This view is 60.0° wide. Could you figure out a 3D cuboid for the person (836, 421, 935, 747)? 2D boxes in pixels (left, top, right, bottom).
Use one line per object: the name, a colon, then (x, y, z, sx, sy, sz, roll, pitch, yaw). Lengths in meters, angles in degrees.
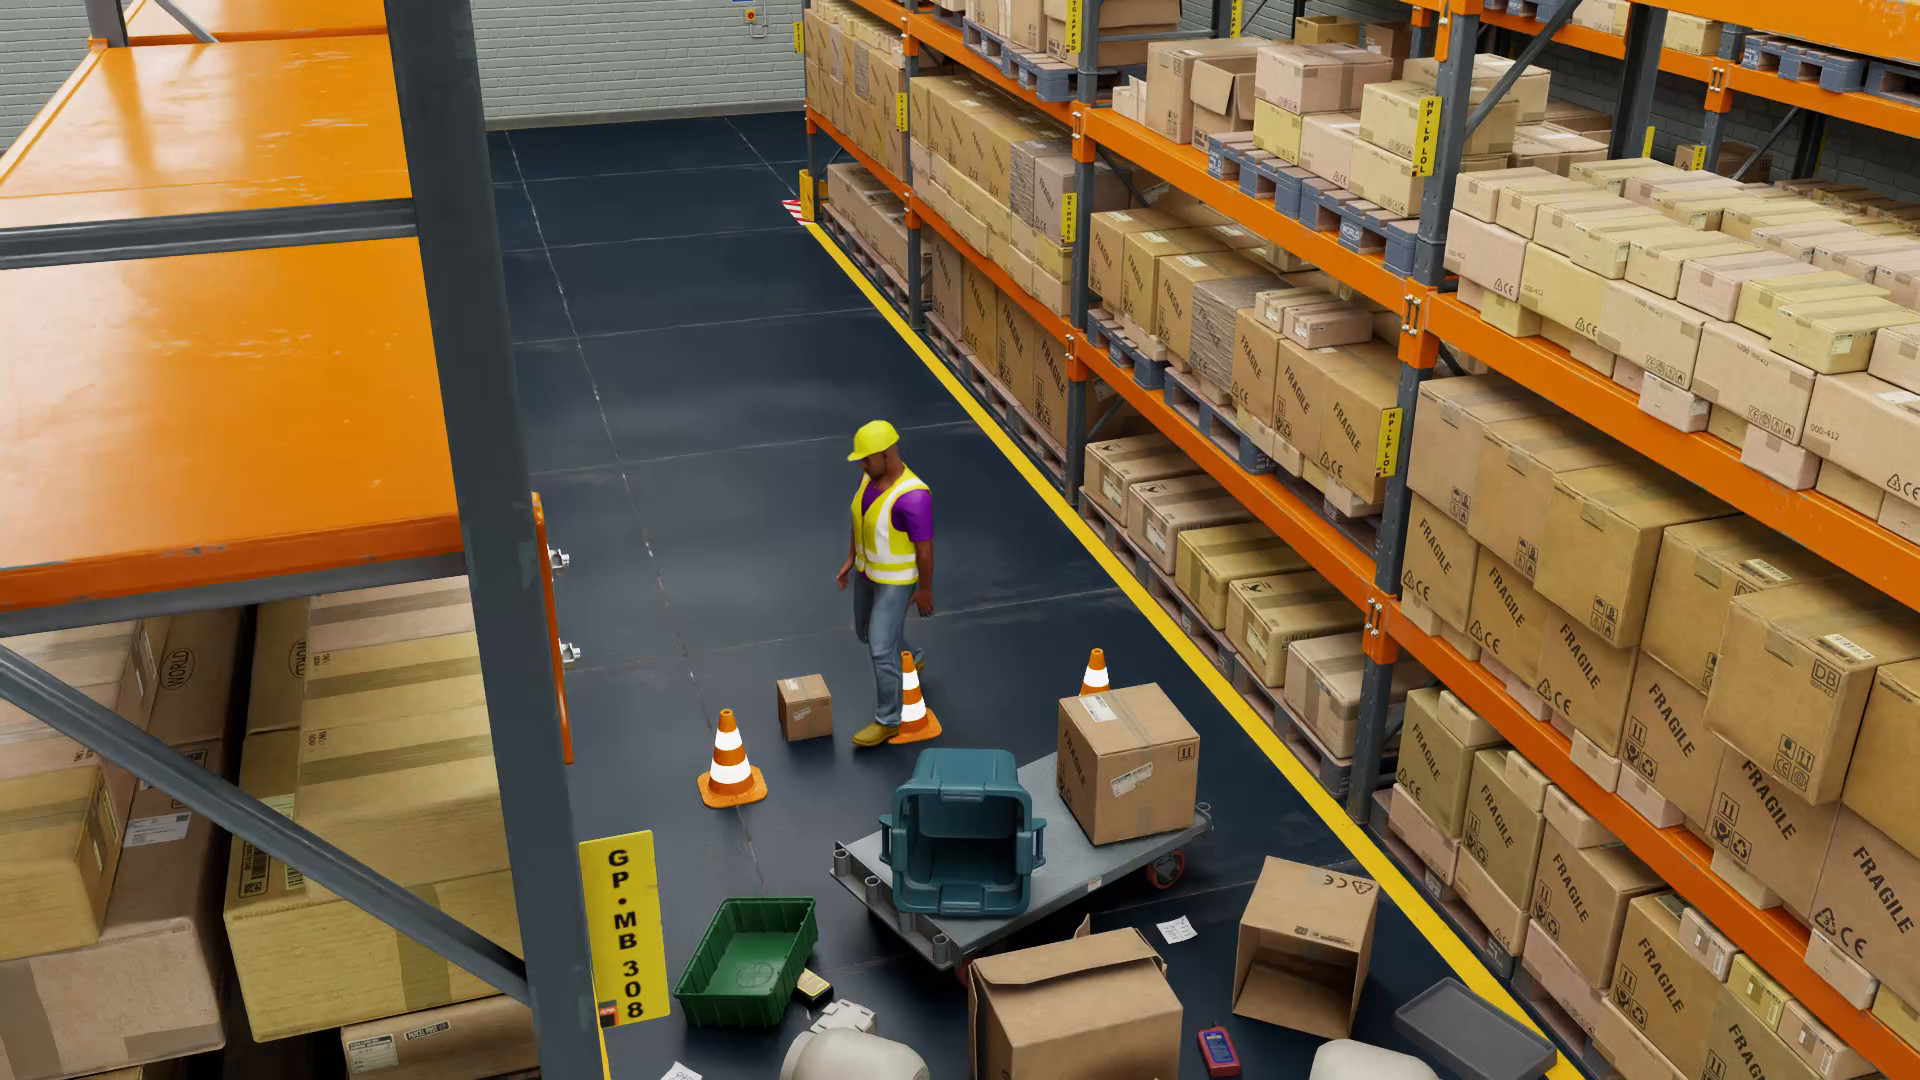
person: (-0.401, 0.188, 8.940, 0.703, 1.746, 0.583, -16, 31, -30)
